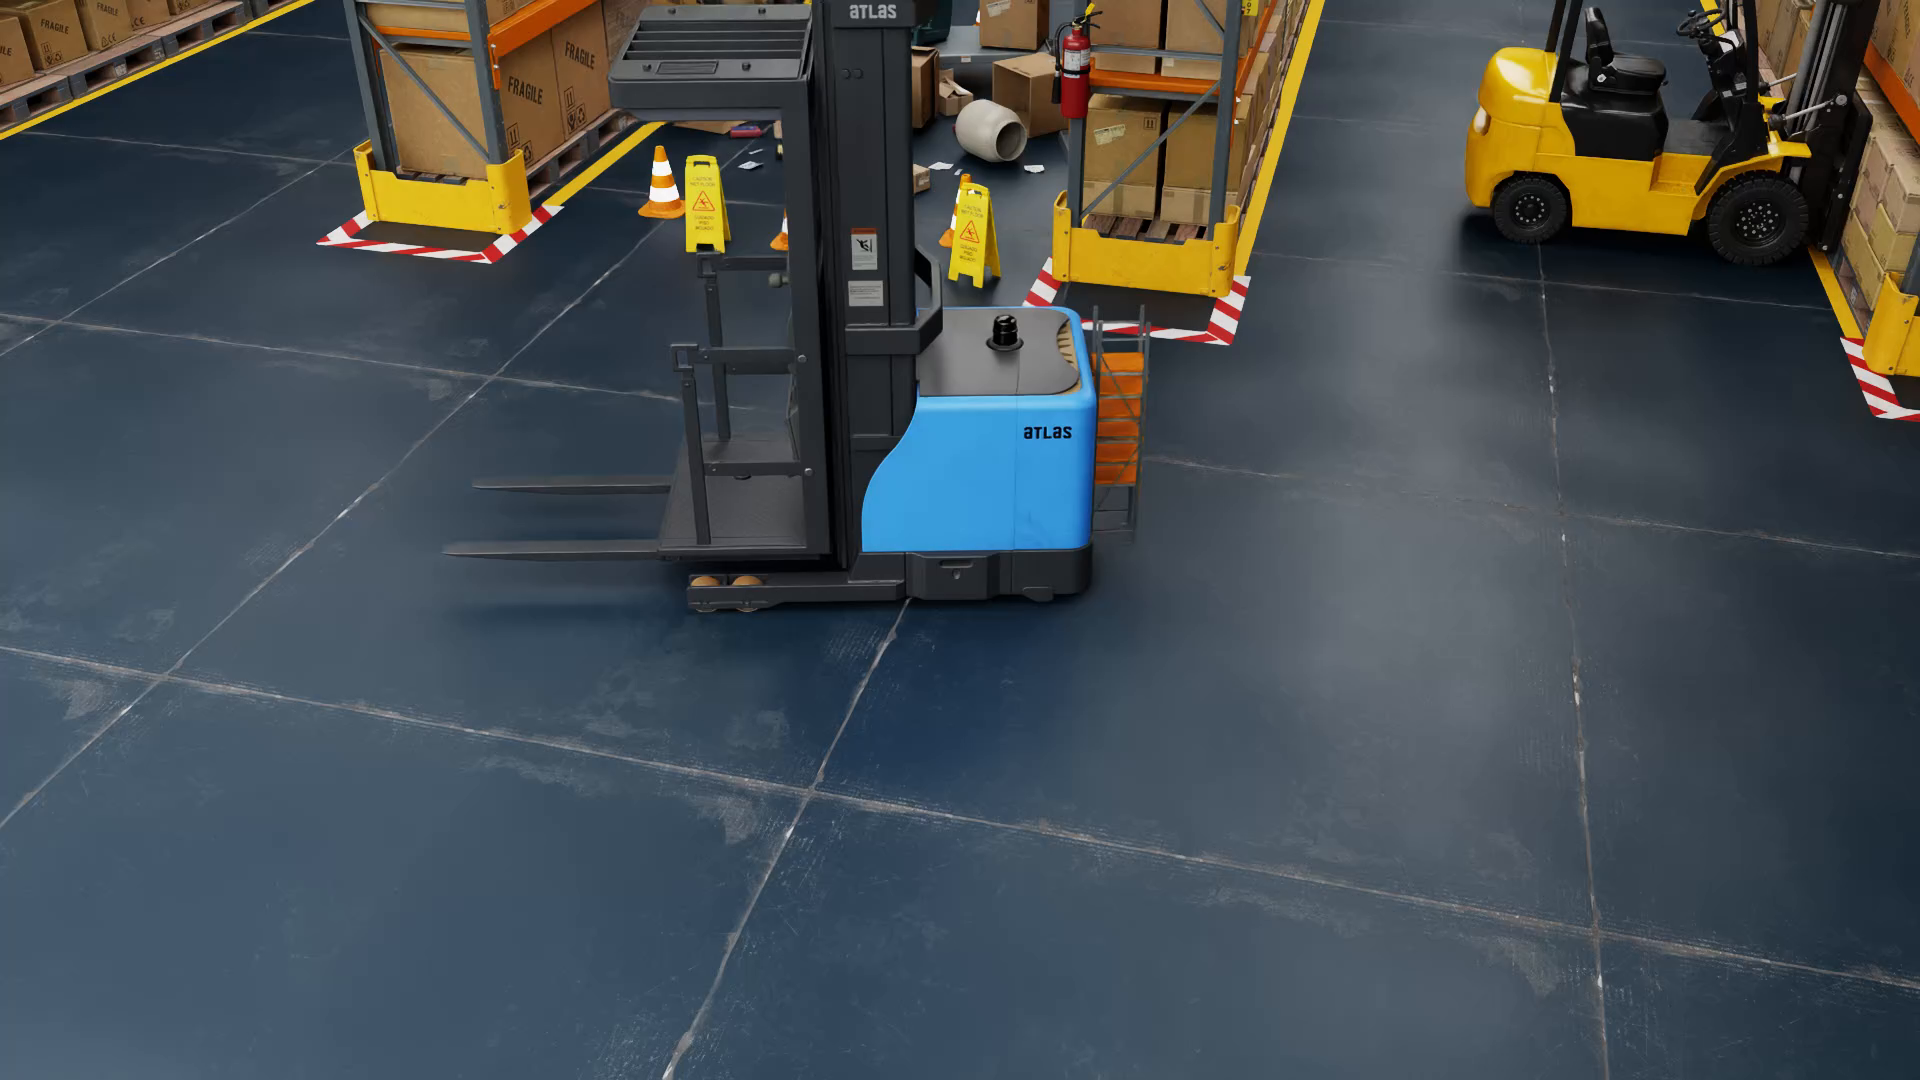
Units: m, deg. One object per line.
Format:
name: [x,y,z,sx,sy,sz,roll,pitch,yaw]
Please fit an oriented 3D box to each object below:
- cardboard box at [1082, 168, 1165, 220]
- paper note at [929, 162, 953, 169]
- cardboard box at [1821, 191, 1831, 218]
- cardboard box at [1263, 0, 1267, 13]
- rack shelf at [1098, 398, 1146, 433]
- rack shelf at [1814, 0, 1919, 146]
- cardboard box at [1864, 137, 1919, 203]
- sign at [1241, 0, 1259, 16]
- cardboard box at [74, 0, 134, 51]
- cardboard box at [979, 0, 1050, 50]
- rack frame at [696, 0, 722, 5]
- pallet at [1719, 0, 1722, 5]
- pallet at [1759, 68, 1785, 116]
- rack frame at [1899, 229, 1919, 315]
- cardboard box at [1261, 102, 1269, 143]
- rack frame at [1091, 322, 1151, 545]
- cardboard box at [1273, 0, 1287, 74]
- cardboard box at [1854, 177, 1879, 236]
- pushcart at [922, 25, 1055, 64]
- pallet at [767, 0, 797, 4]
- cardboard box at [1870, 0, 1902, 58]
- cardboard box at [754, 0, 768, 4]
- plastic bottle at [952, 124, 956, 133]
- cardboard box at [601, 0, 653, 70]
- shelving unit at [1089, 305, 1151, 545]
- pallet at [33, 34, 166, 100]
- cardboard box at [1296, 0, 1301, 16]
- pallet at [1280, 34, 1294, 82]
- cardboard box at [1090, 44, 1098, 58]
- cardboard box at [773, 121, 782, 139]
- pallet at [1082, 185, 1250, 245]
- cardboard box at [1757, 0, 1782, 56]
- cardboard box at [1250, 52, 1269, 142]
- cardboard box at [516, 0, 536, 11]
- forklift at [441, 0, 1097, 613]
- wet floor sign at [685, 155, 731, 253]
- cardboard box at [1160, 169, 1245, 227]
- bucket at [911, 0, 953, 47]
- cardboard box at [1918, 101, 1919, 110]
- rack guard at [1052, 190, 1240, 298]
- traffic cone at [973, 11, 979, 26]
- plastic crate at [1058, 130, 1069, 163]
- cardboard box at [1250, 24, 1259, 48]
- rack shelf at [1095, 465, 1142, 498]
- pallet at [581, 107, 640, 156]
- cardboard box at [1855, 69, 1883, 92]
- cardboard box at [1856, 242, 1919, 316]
cardboard box: [1.132,-2.434,11.454,0.500,0.250,0.500,8,33,12]
paper note: [-0.144,-2.873,12.751,0.148,0.019,0.142,20,38,29]
cardboard box: [6.178,-2.366,11.347,0.500,0.250,0.500,9,34,14]
cardboard box: [1.826,-3.858,11.152,0.500,0.500,0.500,7,33,11]
rack shelf: [0.745,-0.597,7.929,0.258,0.103,0.180,-2,32,-2]
rack shelf: [6.491,-3.009,10.858,1.077,0.370,4.000,8,33,12]
cardboard box: [5.923,-2.261,10.249,0.500,0.250,0.500,9,33,13]
sign: [1.706,-3.240,9.744,0.100,0.325,0.005,8,33,12]
cardboard box: [-7.749,-4.662,14.727,0.500,0.500,0.500,5,33,8]
cardboard box: [0.467,-4.516,14.181,0.500,0.500,0.500,8,33,12]
rack frame: [-2.617,-5.646,14.335,1.000,3.000,0.127,8,33,12]
pallet: [8.240,-5.631,16.912,1.003,0.211,1.213,8,33,12]
pallet: [7.148,-3.561,13.655,1.003,0.211,1.213,8,33,12]
rack frame: [5.983,-2.275,9.032,1.000,3.000,0.127,8,33,12]
cardboard box: [2.047,-3.157,12.591,0.500,0.250,0.500,9,33,13]
rack frame: [0.749,-0.484,7.893,0.240,1.200,0.006,-2,32,-2]
cardboard box: [2.306,-4.014,13.240,0.500,0.500,0.500,8,33,12]
cardboard box: [5.942,-2.056,10.394,0.500,0.250,0.500,8,33,12]
pushcart: [-0.022,-4.202,14.508,1.648,0.377,0.936,-3,33,-4]
pallet: [-2.187,-5.515,16.728,1.003,0.211,1.213,8,33,12]
cardboard box: [6.242,-3.404,10.716,0.500,0.500,0.500,8,33,13]
cardboard box: [-2.298,-5.708,16.138,1.050,0.750,0.750,8,33,12]
plastic bottle: [0.055,-3.370,13.494,0.133,0.061,0.283,14,35,21]
cardboard box: [-3.070,-4.141,13.557,0.875,0.875,0.875,8,33,13]
shelving unit: [0.745,-0.533,7.970,0.258,1.200,0.189,-2,32,-2]
pallet: [-7.833,-4.208,14.673,1.003,0.211,1.213,8,33,12]
cardboard box: [2.681,-5.100,15.534,0.950,0.372,0.625,9,34,14]
pallet: [2.393,-4.252,14.741,1.003,0.211,1.213,8,33,12]
cardboard box: [1.026,-3.212,10.741,0.380,0.149,0.250,8,33,12]
cardboard box: [-1.272,-3.349,13.271,0.396,0.266,0.258,14,35,21]
pallet: [1.441,-2.228,11.558,1.003,0.211,1.213,8,33,12]
cardboard box: [7.513,-4.590,14.496,0.875,0.625,0.625,7,33,10]
cardboard box: [1.923,-3.206,11.970,0.500,0.500,0.500,9,33,13]
cardboard box: [-3.464,-4.120,11.796,0.875,0.550,0.550,8,33,12]
forklift: [-0.911,-1.188,7.387,3.031,2.935,1.130,-1,32,-1]
wet floor sign: [-1.724,-2.292,11.254,0.267,0.644,0.232,3,33,4]
cardboard box: [1.654,-2.346,11.316,0.500,0.250,0.500,8,33,12]
bucket: [-0.422,-4.521,14.200,0.726,0.611,0.620,20,28,29]
cardboard box: [5.854,-2.608,9.463,0.500,0.500,0.500,7,33,11]
rack guard: [1.201,-1.933,10.825,1.175,0.500,0.348,8,33,12]
traffic cone: [0.263,-5.074,15.801,0.336,0.463,0.334,8,33,12]
plastic crate: [1.005,-3.089,13.034,0.402,0.080,0.583,-3,33,-4]
cardboard box: [1.773,-3.376,10.998,0.380,0.149,0.250,9,33,13]
rack shelf: [0.745,-0.293,8.122,0.258,0.103,0.180,-2,32,-2]
pallet: [-3.193,-3.450,13.480,1.003,0.211,1.213,8,33,12]
cardboard box: [6.318,-3.057,11.502,0.500,0.250,0.500,9,34,14]
cardboard box: [5.797,-1.578,10.108,0.500,0.250,0.500,8,33,13]
